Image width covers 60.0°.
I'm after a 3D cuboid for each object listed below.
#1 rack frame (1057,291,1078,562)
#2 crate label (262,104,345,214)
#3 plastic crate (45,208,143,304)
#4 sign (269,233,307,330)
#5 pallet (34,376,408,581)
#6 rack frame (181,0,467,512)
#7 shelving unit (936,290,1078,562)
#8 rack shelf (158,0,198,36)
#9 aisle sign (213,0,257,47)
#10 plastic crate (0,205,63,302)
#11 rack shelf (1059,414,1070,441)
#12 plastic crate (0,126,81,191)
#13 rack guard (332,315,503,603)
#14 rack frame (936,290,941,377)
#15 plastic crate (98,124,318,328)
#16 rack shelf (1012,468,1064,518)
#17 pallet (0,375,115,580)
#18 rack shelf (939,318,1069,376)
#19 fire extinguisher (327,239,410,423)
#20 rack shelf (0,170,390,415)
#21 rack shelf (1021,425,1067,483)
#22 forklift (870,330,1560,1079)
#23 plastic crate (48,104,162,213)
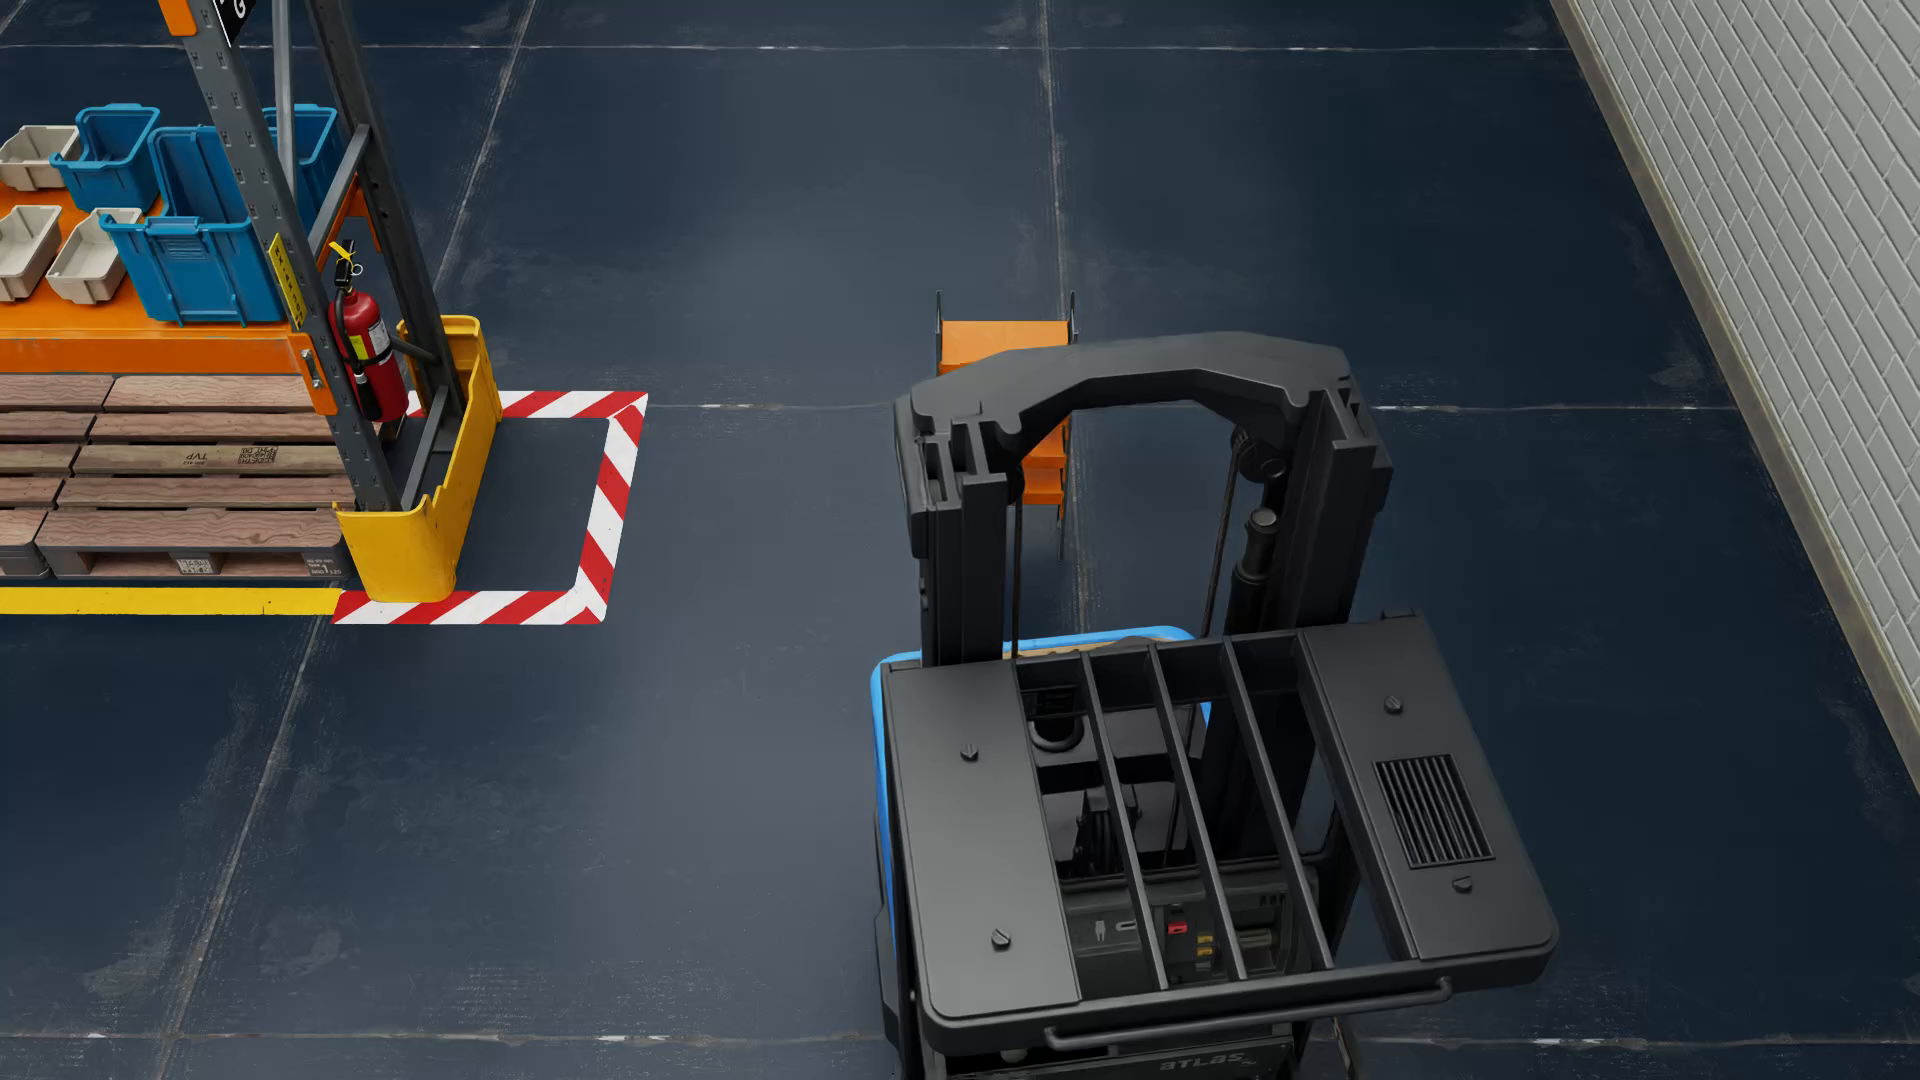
[{"bbox_3d":[0.410,-0.408,6.391,0.015,1.200,0.240,0,47,0],"label":"rack frame"},{"bbox_3d":[-2.464,-1.398,6.156,0.303,0.233,0.416,0,47,0],"label":"crate label"},{"bbox_3d":[-3.034,-0.993,5.845,0.243,0.136,0.396,0,47,0],"label":"plastic crate"},{"bbox_3d":[-2.204,-0.846,5.457,0.005,0.325,0.100,0,47,0],"label":"sign"},{"bbox_3d":[-3.042,-0.273,6.941,1.213,0.211,1.003,0,47,0],"label":"pallet"},{"bbox_3d":[-2.218,-1.193,5.892,0.127,3.000,1.000,0,47,0],"label":"rack frame"},{"bbox_3d":[0.166,-0.408,6.391,0.503,1.200,0.258,0,47,0],"label":"shelving unit"},{"bbox_3d":[-4.218,-1.975,5.062,4.000,0.370,1.077,0,47,0],"label":"rack shelf"},{"bbox_3d":[-2.147,-1.864,4.740,0.004,0.787,0.394,0,47,0],"label":"aisle sign"},{"bbox_3d":[-3.324,-1.004,5.855,0.243,0.136,0.396,0,47,0],"label":"plastic crate"},{"bbox_3d":[0.166,-0.515,6.277,0.480,0.148,0.258,0,47,0],"label":"rack shelf"},{"bbox_3d":[-3.462,-1.428,6.250,0.298,0.136,0.250,0,47,0],"label":"plastic crate"},{"bbox_3d":[-2.194,-0.350,6.815,0.348,0.500,1.175,0,47,0],"label":"rack guard"},{"bbox_3d":[-0.078,-0.409,6.392,0.015,1.200,0.240,0,47,0],"label":"rack frame"},{"bbox_3d":[-2.553,-1.089,5.730,0.499,0.435,0.616,0,47,0],"label":"plastic crate"},{"bbox_3d":[0.166,-0.227,6.586,0.480,0.148,0.258,0,47,0],"label":"rack shelf"},{"bbox_3d":[-4.259,-0.279,6.946,1.213,0.211,1.003,0,47,0],"label":"pallet"},{"bbox_3d":[0.166,-0.676,6.104,0.480,0.148,0.258,0,47,0],"label":"rack shelf"},{"bbox_3d":[-2.069,-0.706,5.746,0.183,0.674,0.296,0,47,0],"label":"fire extinguisher"},{"bbox_3d":[-4.218,-0.953,6.160,4.000,0.370,1.077,0,47,0],"label":"rack shelf"},{"bbox_3d":[0.166,-0.363,6.440,0.480,0.148,0.258,0,47,0],"label":"rack shelf"},{"bbox_3d":[0.422,1.106,3.799,1.130,2.935,3.031,-6,47,-5],"label":"forklift"},{"bbox_3d":[-3.122,-1.399,6.158,0.300,0.233,0.416,0,47,0],"label":"plastic crate"}]
